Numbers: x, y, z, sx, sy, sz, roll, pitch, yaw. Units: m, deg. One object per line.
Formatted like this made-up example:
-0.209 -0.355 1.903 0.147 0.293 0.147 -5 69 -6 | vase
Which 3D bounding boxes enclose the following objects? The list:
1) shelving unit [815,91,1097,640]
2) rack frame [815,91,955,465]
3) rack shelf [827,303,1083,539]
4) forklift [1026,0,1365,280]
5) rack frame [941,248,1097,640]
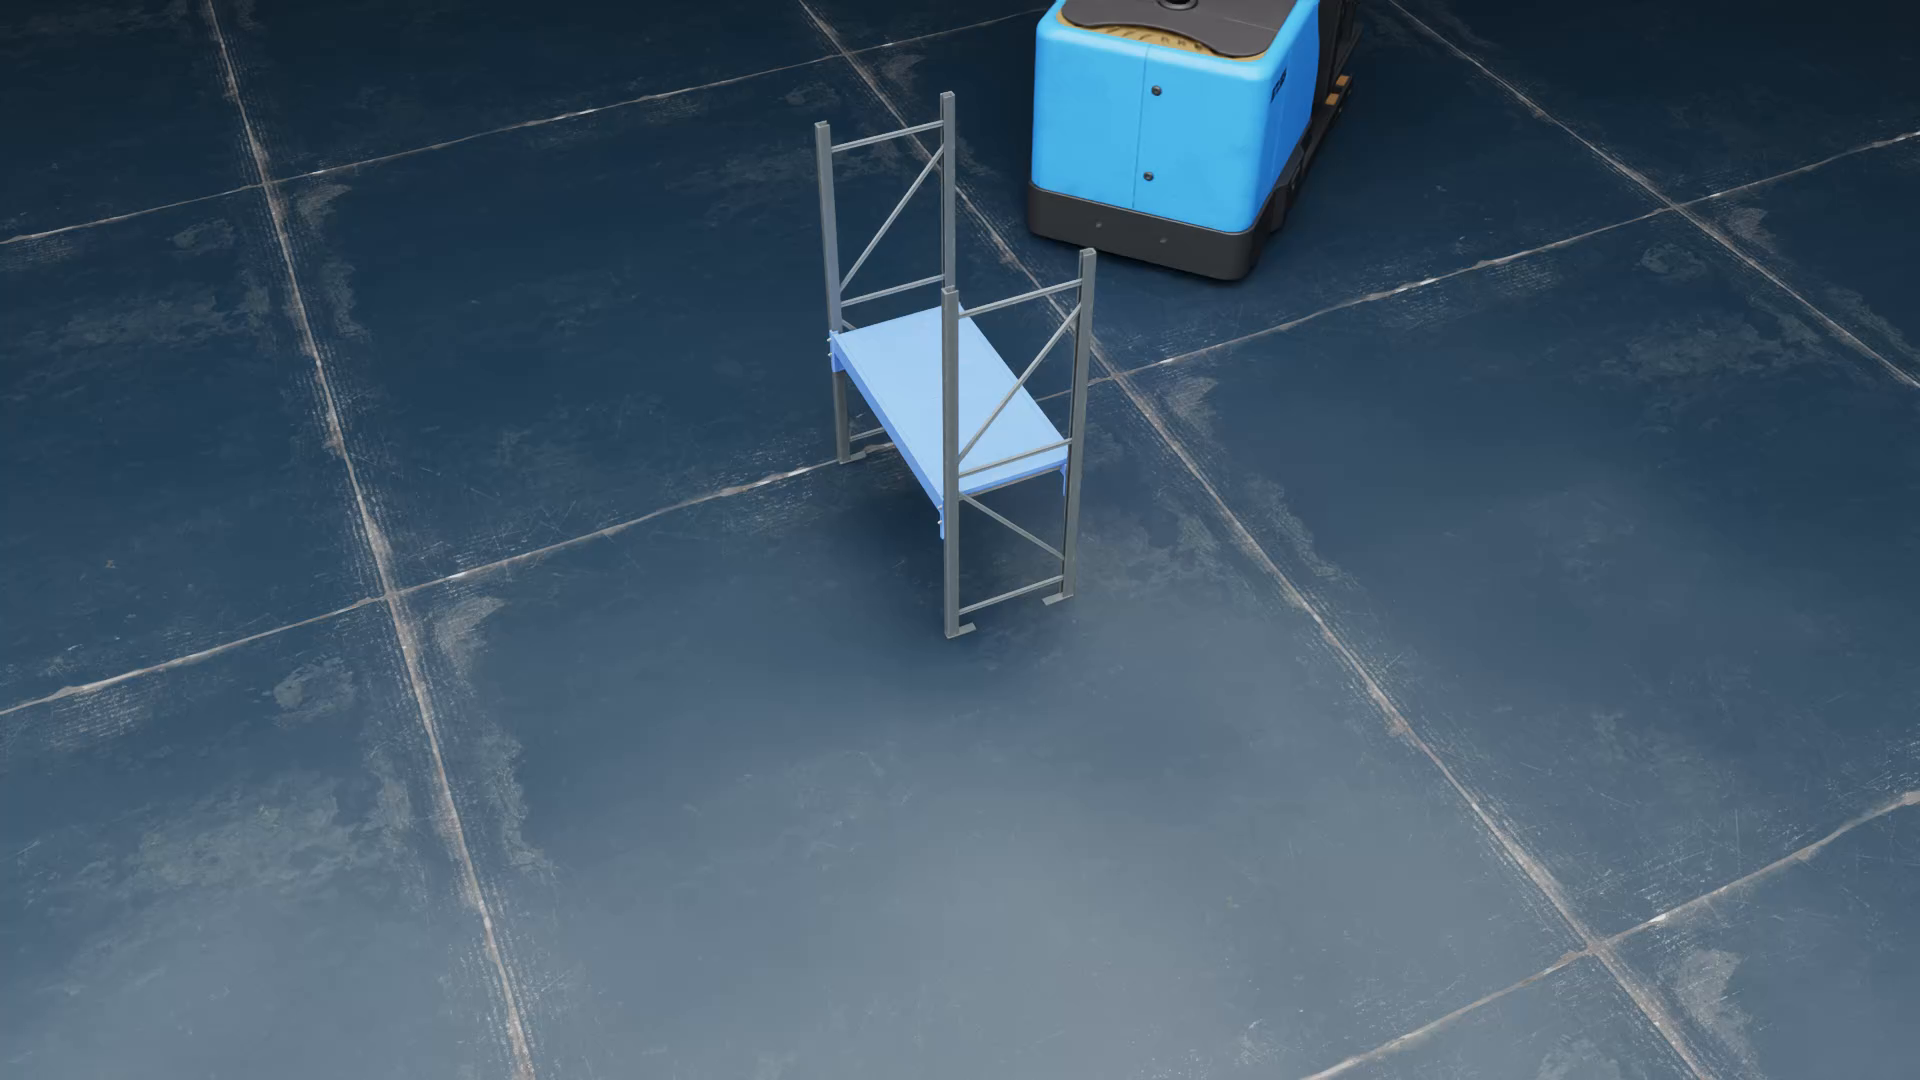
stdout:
-0.036 -0.588 5.778 0.538 1.500 1.048 -18 47 -17 | shelving unit
-0.250 -0.912 6.107 0.500 1.500 0.032 -18 47 -17 | rack frame
-0.036 -0.460 5.905 0.538 0.185 1.000 -18 47 -17 | rack shelf
1.355 -3.231 7.438 1.130 2.935 3.031 17 47 16 | forklift
0.178 -0.264 5.450 0.500 1.500 0.032 -18 47 -17 | rack frame
